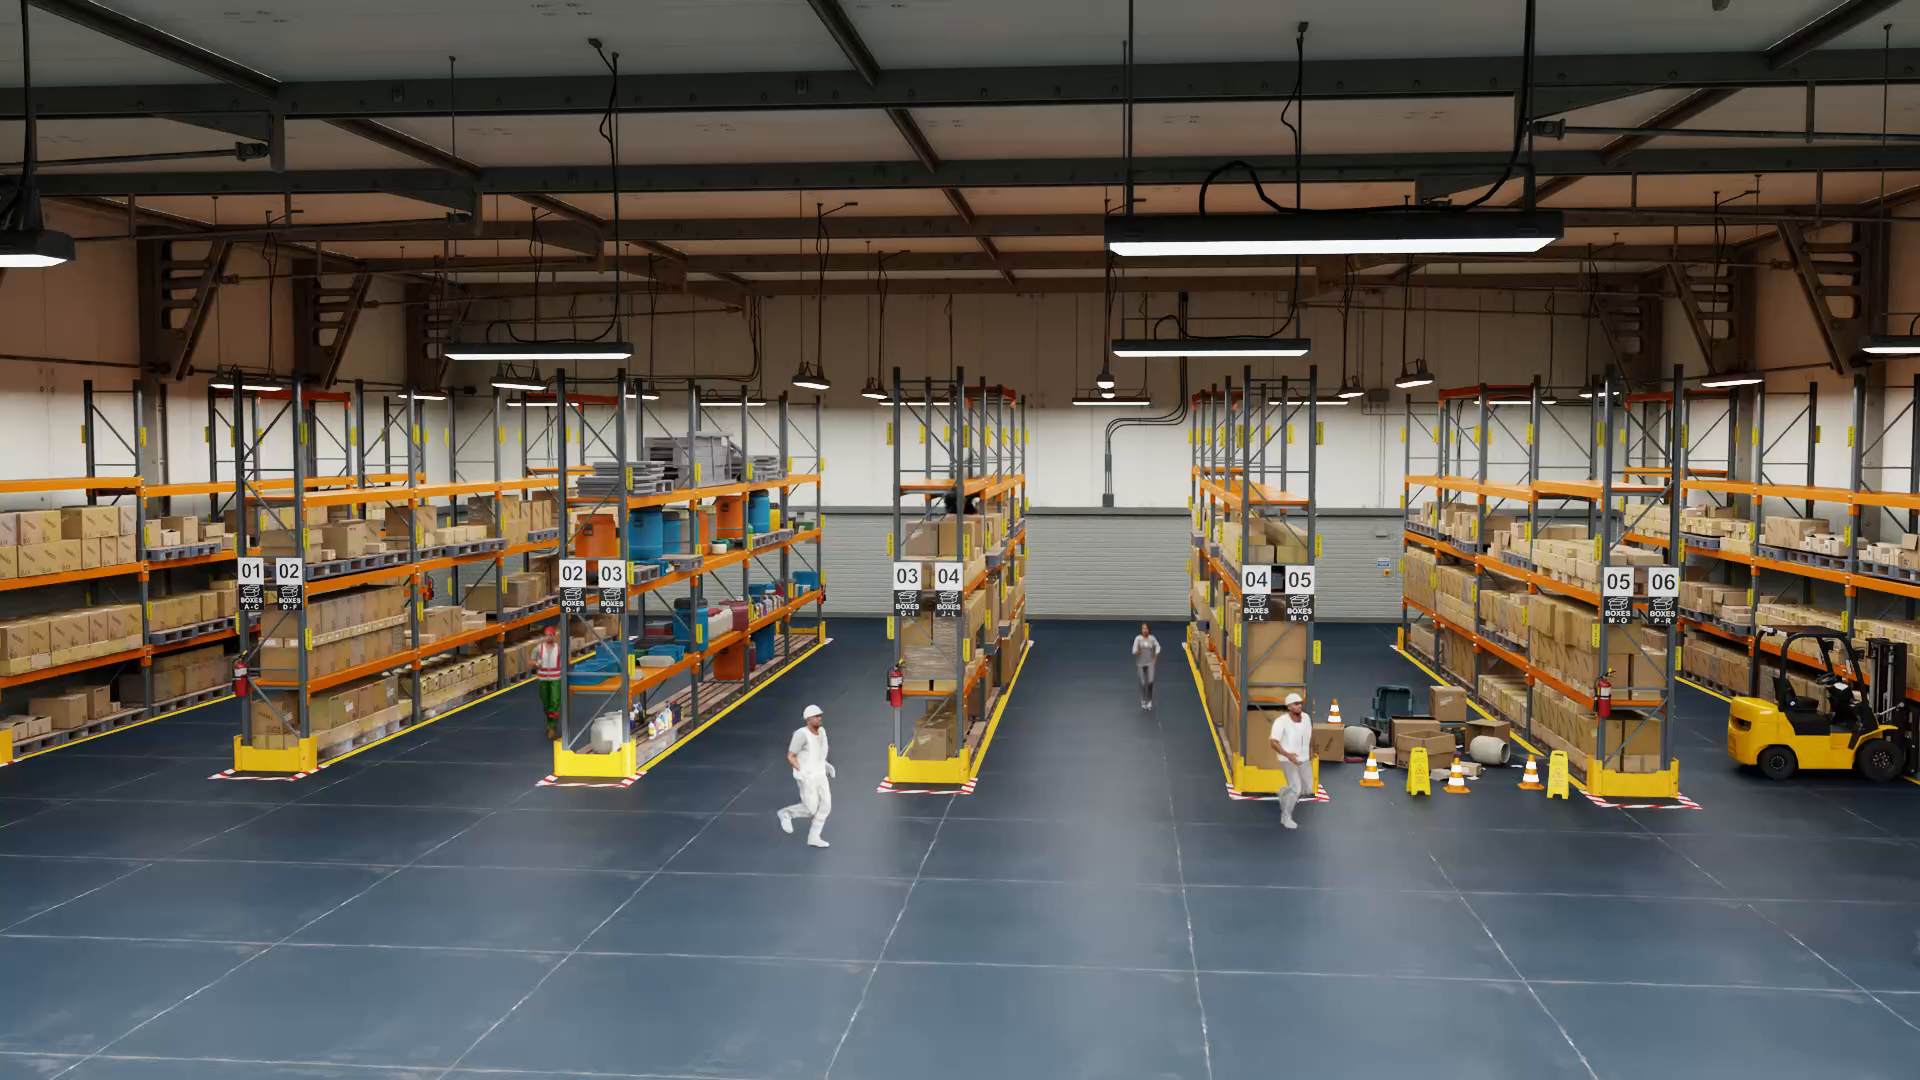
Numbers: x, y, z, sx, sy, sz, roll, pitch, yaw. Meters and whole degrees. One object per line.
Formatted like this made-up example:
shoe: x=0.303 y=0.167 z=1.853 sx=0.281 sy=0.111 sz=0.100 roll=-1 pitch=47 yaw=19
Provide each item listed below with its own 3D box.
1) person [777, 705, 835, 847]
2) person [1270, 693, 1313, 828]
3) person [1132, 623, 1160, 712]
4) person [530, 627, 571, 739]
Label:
person: x=-1.887 y=2.874 z=20.375 sx=0.694 sy=1.734 sz=0.671 roll=2 pitch=4 yaw=35
person: x=4.290 y=2.821 z=21.378 sx=0.727 sy=1.727 sz=0.651 roll=-2 pitch=4 yaw=-28
person: x=3.395 y=2.321 z=30.356 sx=0.514 sy=1.614 sz=0.635 roll=0 pitch=4 yaw=7
person: x=-6.847 y=2.346 z=27.761 sx=0.645 sy=1.800 sz=0.899 roll=0 pitch=4 yaw=-6
